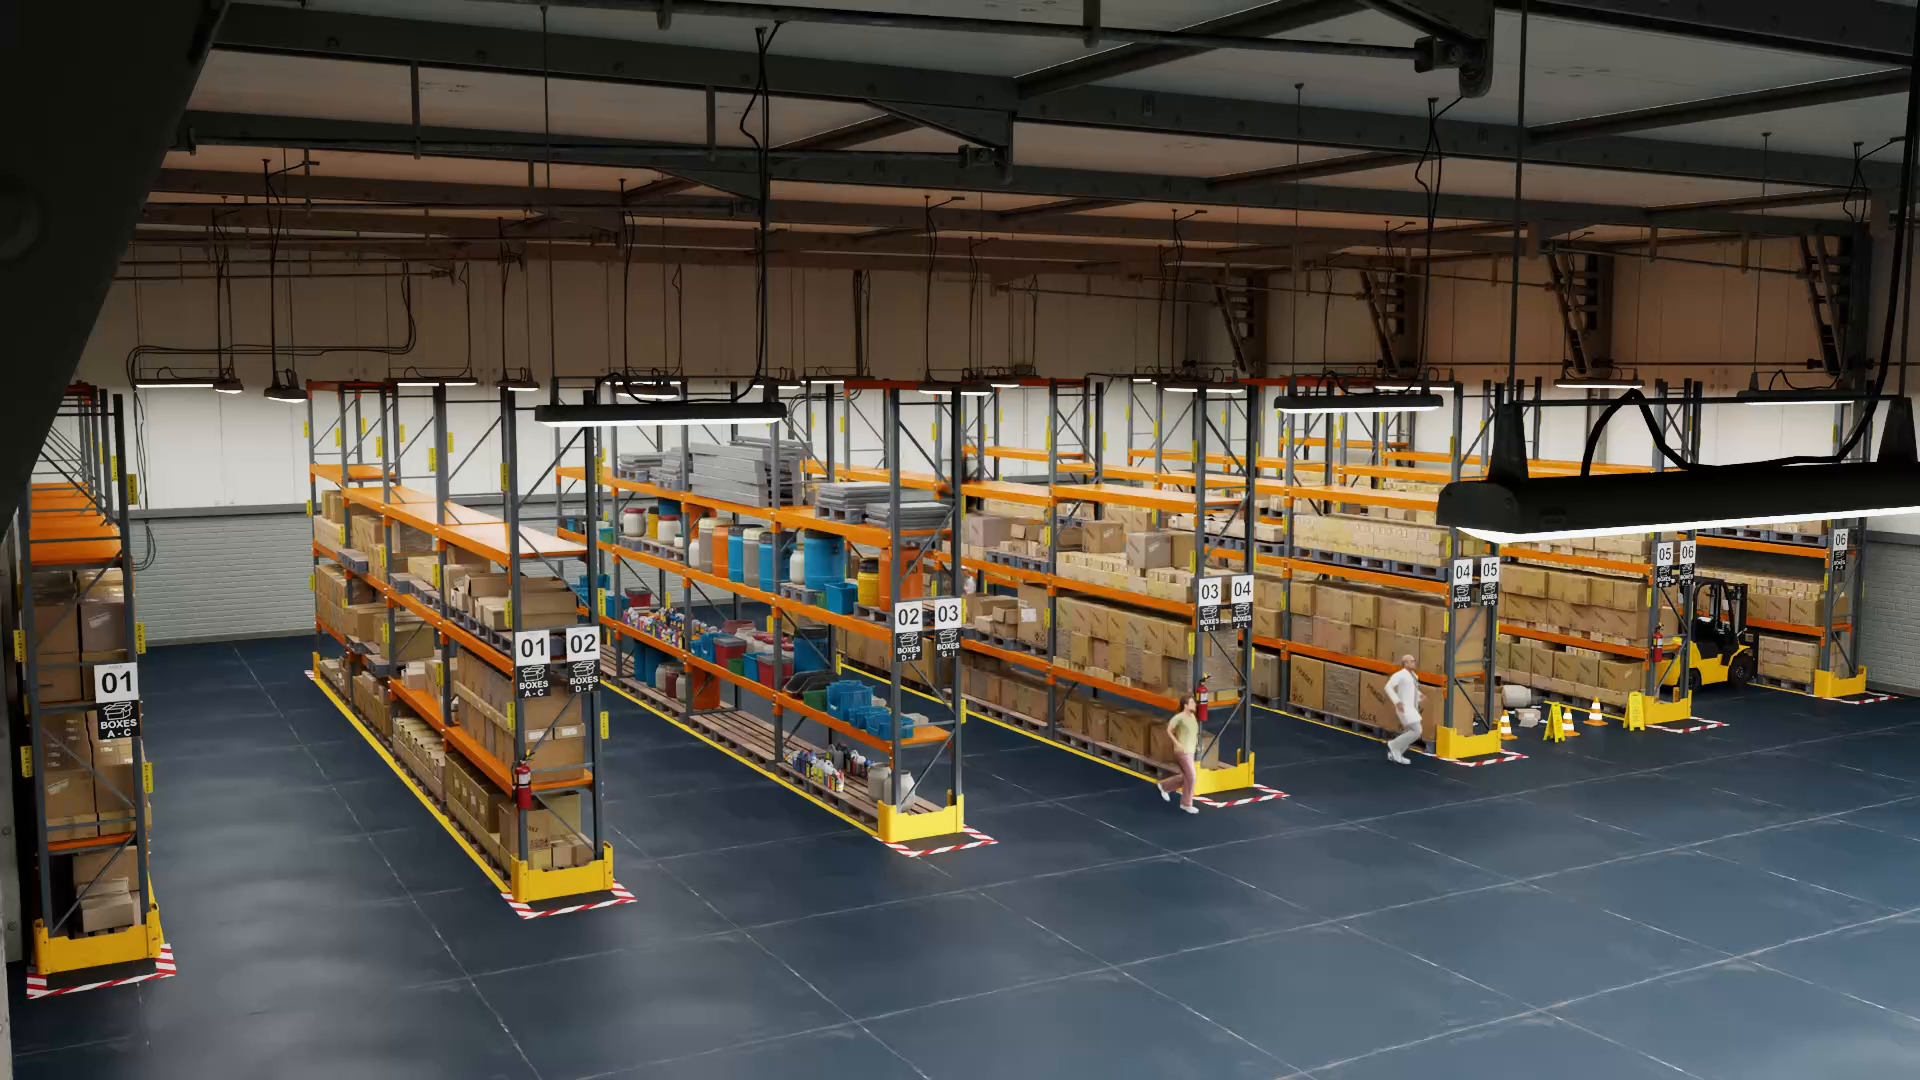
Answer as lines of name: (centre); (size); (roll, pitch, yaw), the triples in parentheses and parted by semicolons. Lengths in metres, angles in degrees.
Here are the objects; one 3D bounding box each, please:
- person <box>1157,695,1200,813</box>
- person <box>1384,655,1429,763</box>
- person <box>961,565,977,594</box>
person: (3.157, 3.012, 23.694); (0.690, 1.650, 0.600); (5, 8, 38)
person: (7.080, 2.675, 26.258); (0.634, 1.736, 0.691); (5, 8, 38)
person: (0.087, 1.424, 37.883); (0.666, 1.812, 0.943); (-2, 7, -22)
